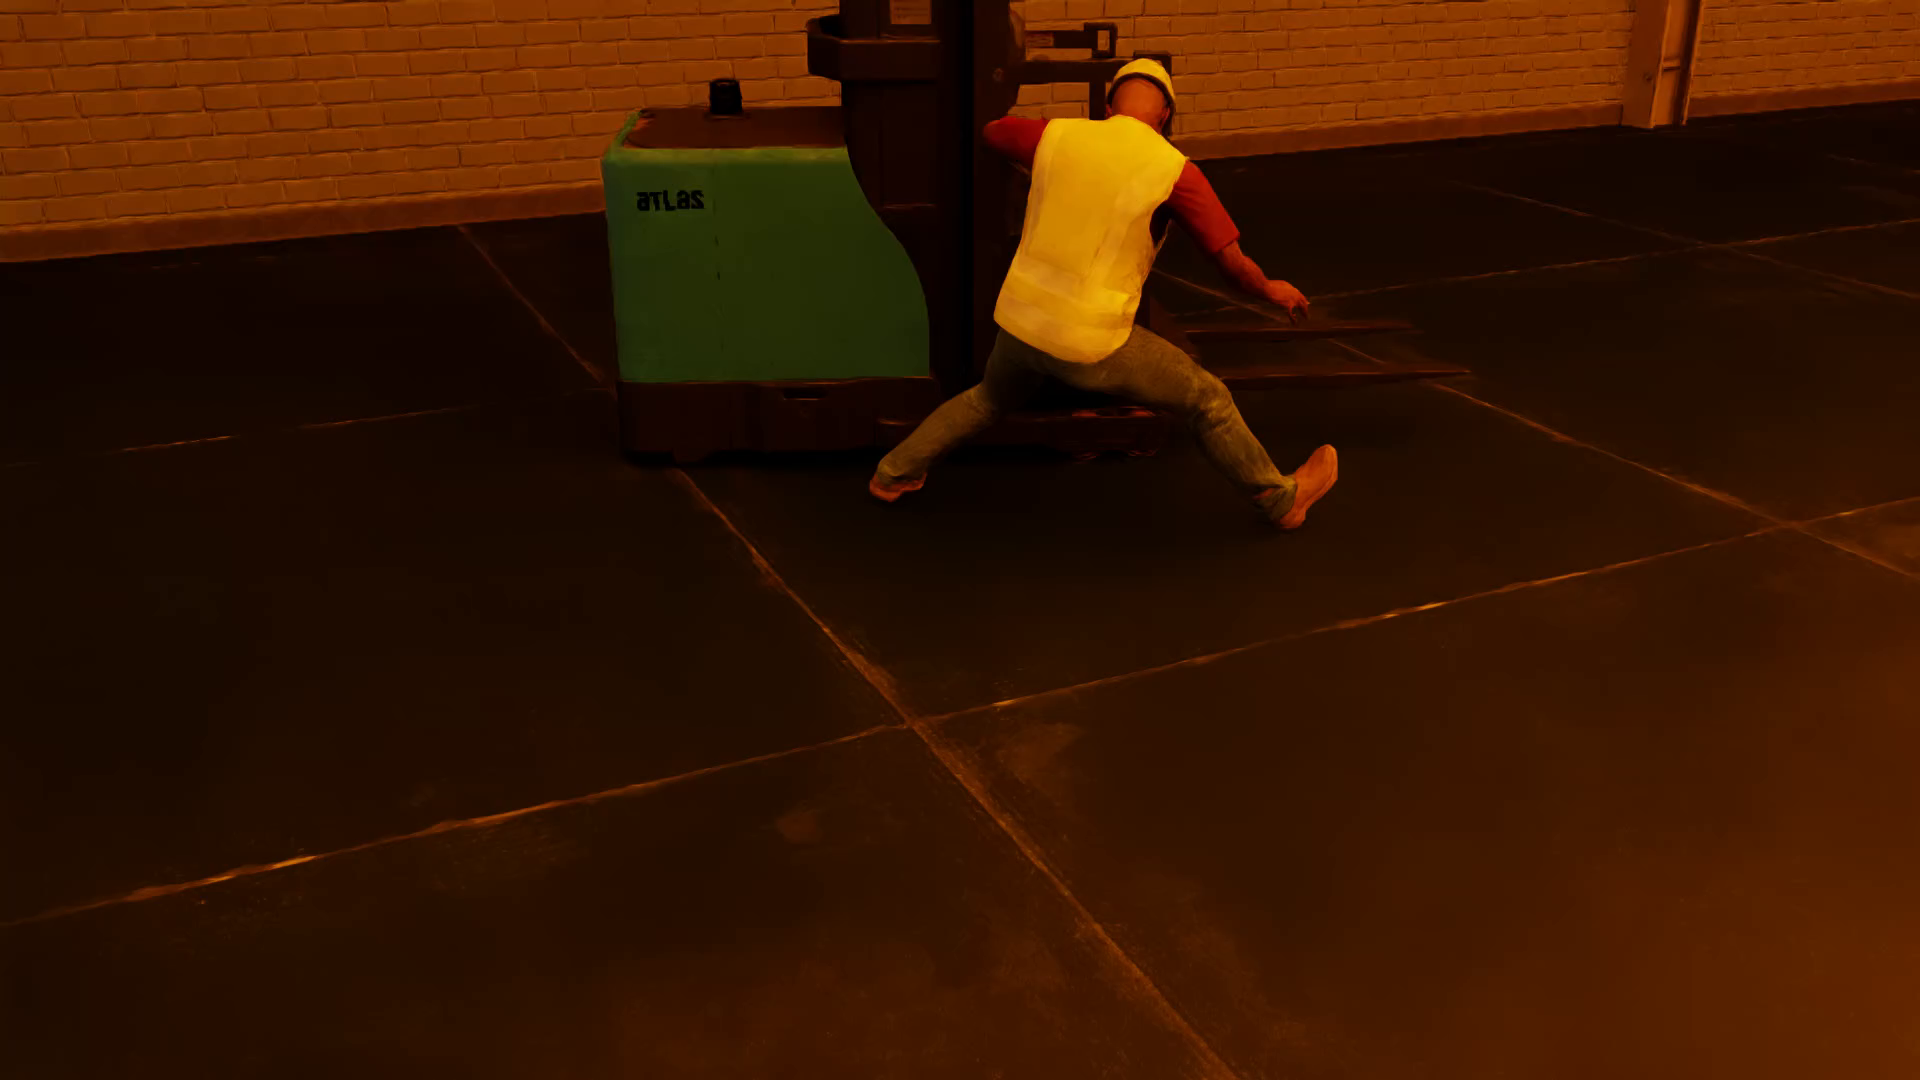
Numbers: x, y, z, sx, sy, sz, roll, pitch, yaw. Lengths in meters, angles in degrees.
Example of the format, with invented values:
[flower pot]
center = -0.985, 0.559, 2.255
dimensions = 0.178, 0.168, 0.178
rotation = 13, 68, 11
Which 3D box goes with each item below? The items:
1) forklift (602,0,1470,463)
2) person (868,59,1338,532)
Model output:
[forklift]
center = 0.304, -1.834, 5.700
dimensions = 3.031, 2.935, 1.130
rotation = -2, 23, -5
[person]
center = 0.419, -0.739, 5.080
dimensions = 1.298, 1.405, 0.920
rotation = 20, 30, 40
